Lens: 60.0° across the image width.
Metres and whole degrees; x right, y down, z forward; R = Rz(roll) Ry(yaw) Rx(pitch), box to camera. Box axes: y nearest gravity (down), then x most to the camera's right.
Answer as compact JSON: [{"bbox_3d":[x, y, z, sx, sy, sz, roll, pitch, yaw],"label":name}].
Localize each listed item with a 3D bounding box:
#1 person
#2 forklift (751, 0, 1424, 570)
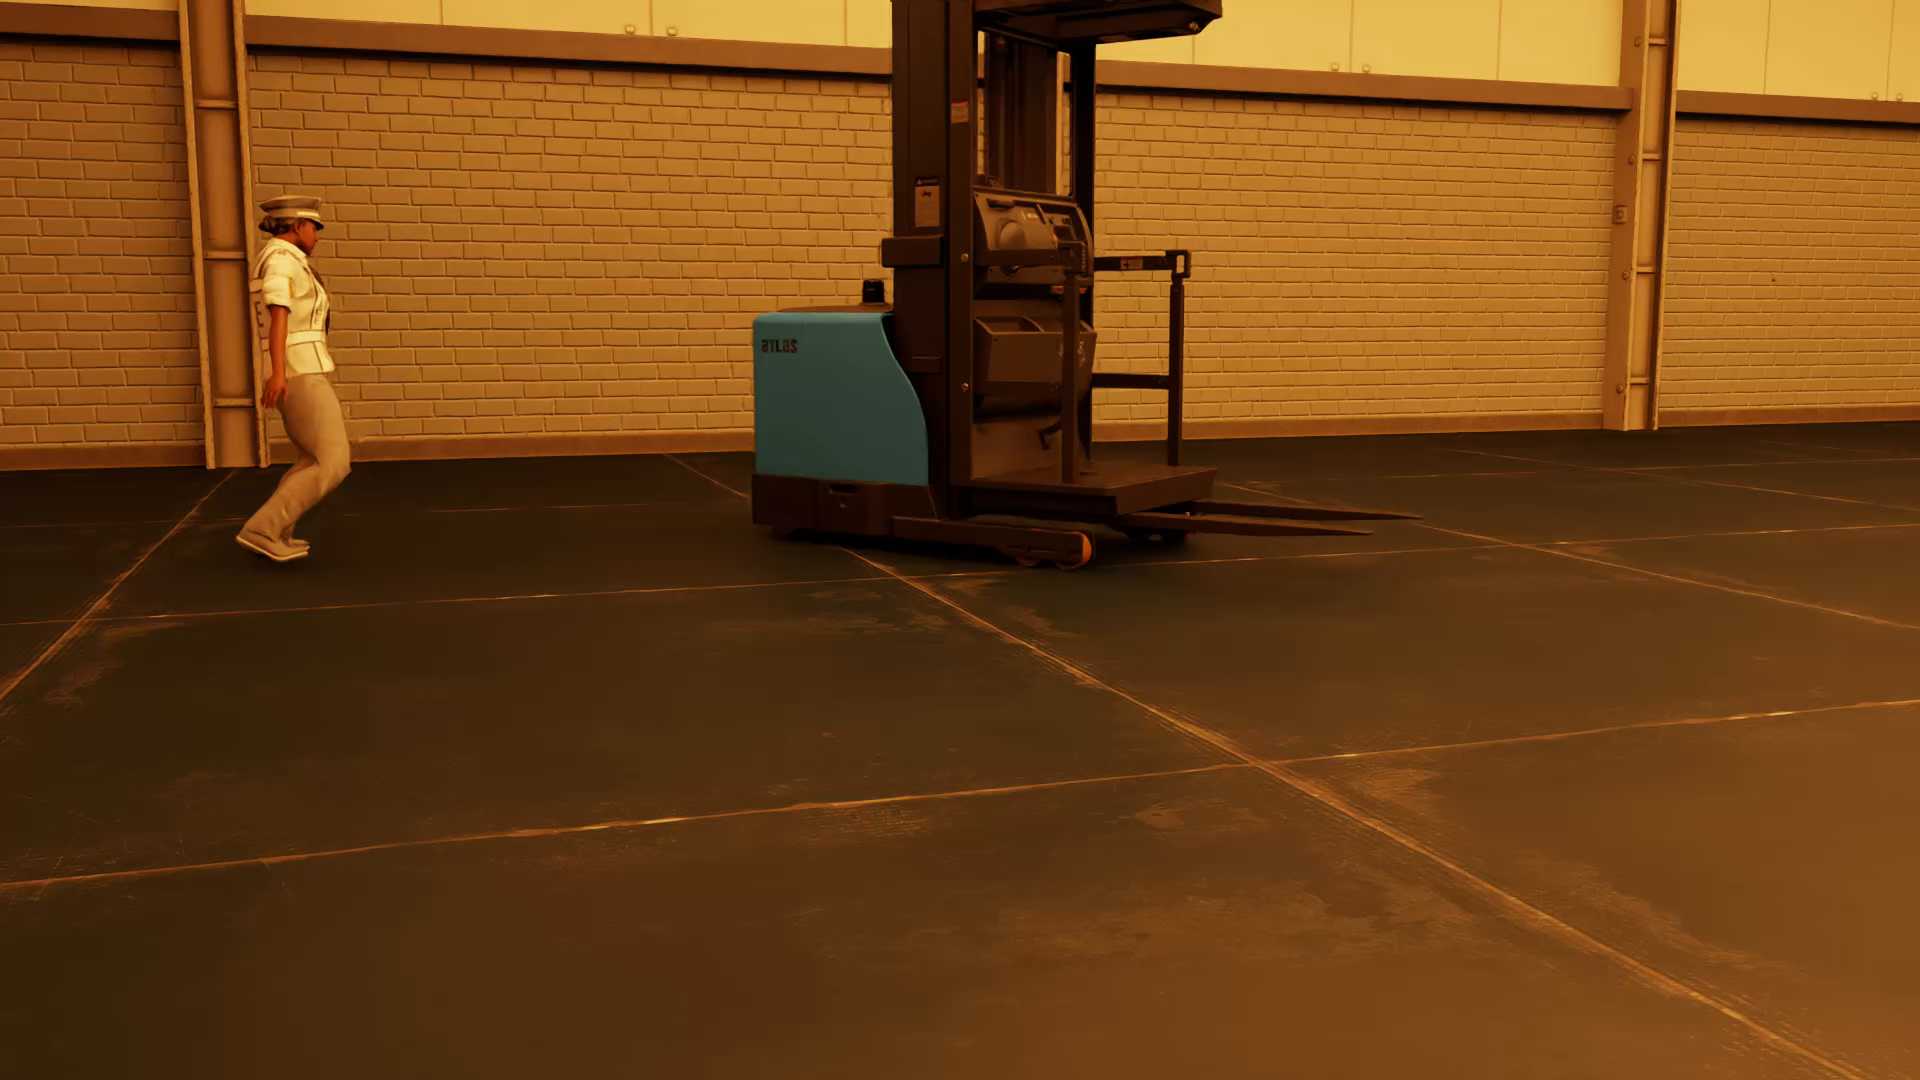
[{"bbox_3d":[-2.889,-0.683,7.139,0.469,1.583,0.812,-3,8,-21],"label":"person"},{"bbox_3d":[0.511,-1.407,7.395,3.031,2.935,1.130,5,9,33],"label":"forklift"}]
